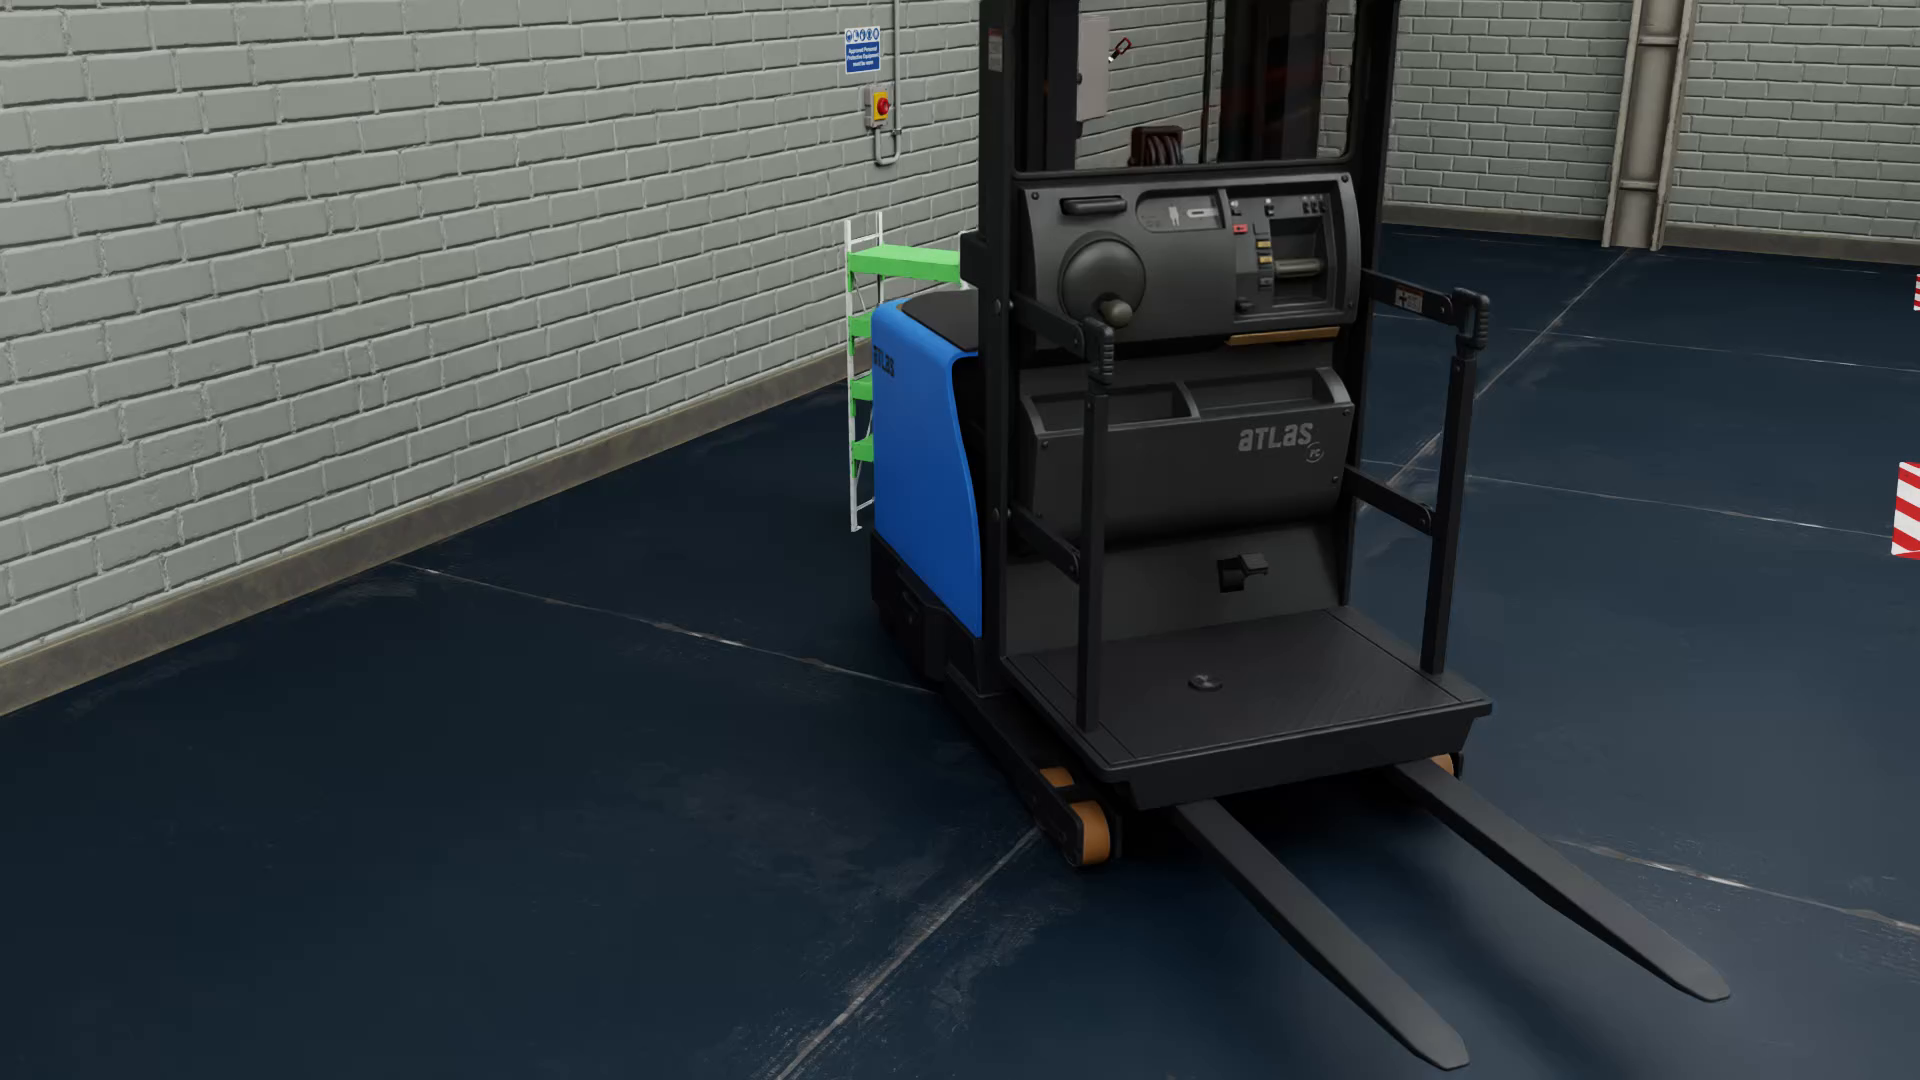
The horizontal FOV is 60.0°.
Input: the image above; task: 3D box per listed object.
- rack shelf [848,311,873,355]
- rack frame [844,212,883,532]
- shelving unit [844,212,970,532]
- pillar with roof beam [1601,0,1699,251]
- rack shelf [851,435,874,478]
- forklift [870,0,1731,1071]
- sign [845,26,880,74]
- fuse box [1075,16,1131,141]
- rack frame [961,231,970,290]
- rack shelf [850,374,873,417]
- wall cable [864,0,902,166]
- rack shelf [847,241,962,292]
[{"bbox_3d":[-0.145,-0.757,6.176,0.480,0.148,0.258,11,23,27],"label":"rack shelf"},{"bbox_3d":[-0.358,-0.632,6.348,0.015,1.200,0.240,11,23,27],"label":"rack frame"},{"bbox_3d":[-0.145,-0.592,6.236,0.503,1.200,0.258,11,23,27],"label":"shelving unit"},{"bbox_3d":[2.926,-5.150,7.366,0.400,9.000,9.100,11,23,27],"label":"pillar with roof beam"},{"bbox_3d":[-0.145,-0.306,6.340,0.480,0.148,0.258,11,23,27],"label":"rack shelf"},{"bbox_3d":[0.681,-0.724,4.062,1.130,2.935,3.031,-7,21,-19],"label":"forklift"},{"bbox_3d":[-0.489,-2.470,8.379,0.001,0.218,0.327,11,23,27],"label":"sign"},{"bbox_3d":[0.740,-2.343,10.314,0.414,1.711,0.539,11,23,27],"label":"fuse box"},{"bbox_3d":[0.069,-0.551,6.125,0.015,1.200,0.240,11,23,27],"label":"rack frame"},{"bbox_3d":[-0.145,-0.532,6.258,0.480,0.148,0.258,11,23,27],"label":"rack shelf"},{"bbox_3d":[-0.412,-2.839,8.258,0.123,1.953,0.585,11,23,27],"label":"wall cable"},{"bbox_3d":[-0.145,-0.983,6.095,0.480,0.148,0.258,11,23,27],"label":"rack shelf"}]
